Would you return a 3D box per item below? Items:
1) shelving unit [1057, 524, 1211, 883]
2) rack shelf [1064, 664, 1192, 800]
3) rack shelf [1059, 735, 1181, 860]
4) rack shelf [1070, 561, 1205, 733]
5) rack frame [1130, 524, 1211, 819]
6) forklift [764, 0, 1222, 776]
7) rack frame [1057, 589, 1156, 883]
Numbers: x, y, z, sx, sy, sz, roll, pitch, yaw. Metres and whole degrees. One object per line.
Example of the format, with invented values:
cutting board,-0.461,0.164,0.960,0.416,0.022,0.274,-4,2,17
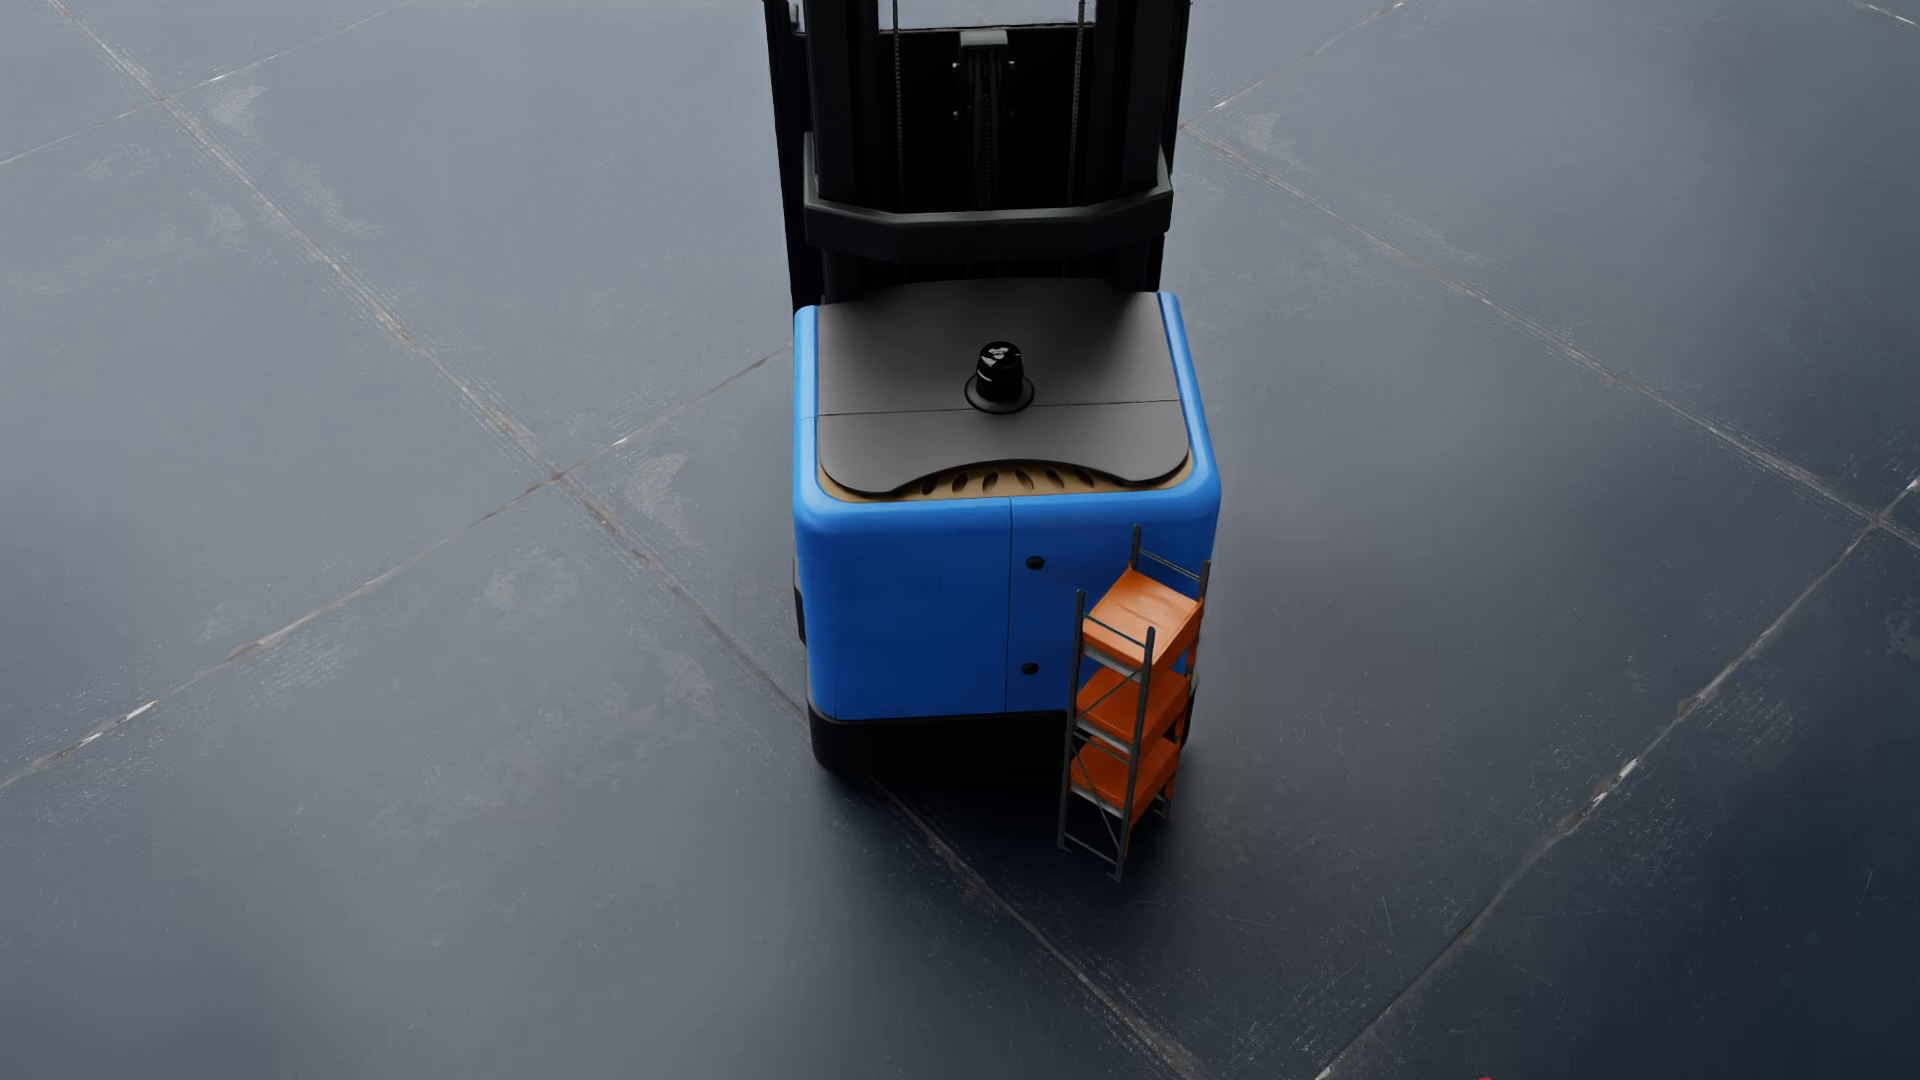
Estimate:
shelving unit,0.416,0.437,4.133,0.215,1.050,0.252,27,53,23
rack shelf,0.416,0.444,4.140,0.215,0.259,0.240,27,53,23
rack shelf,0.416,0.632,4.345,0.215,0.259,0.240,27,53,23
rack shelf,0.416,0.251,3.932,0.215,0.259,0.240,27,53,23
rack frame,0.486,0.363,4.200,0.200,1.050,0.008,27,53,23
forklift,0.029,-1.427,4.573,1.130,2.935,3.031,-3,47,-2
rack frame,0.345,0.510,4.065,0.200,1.050,0.008,27,53,23
